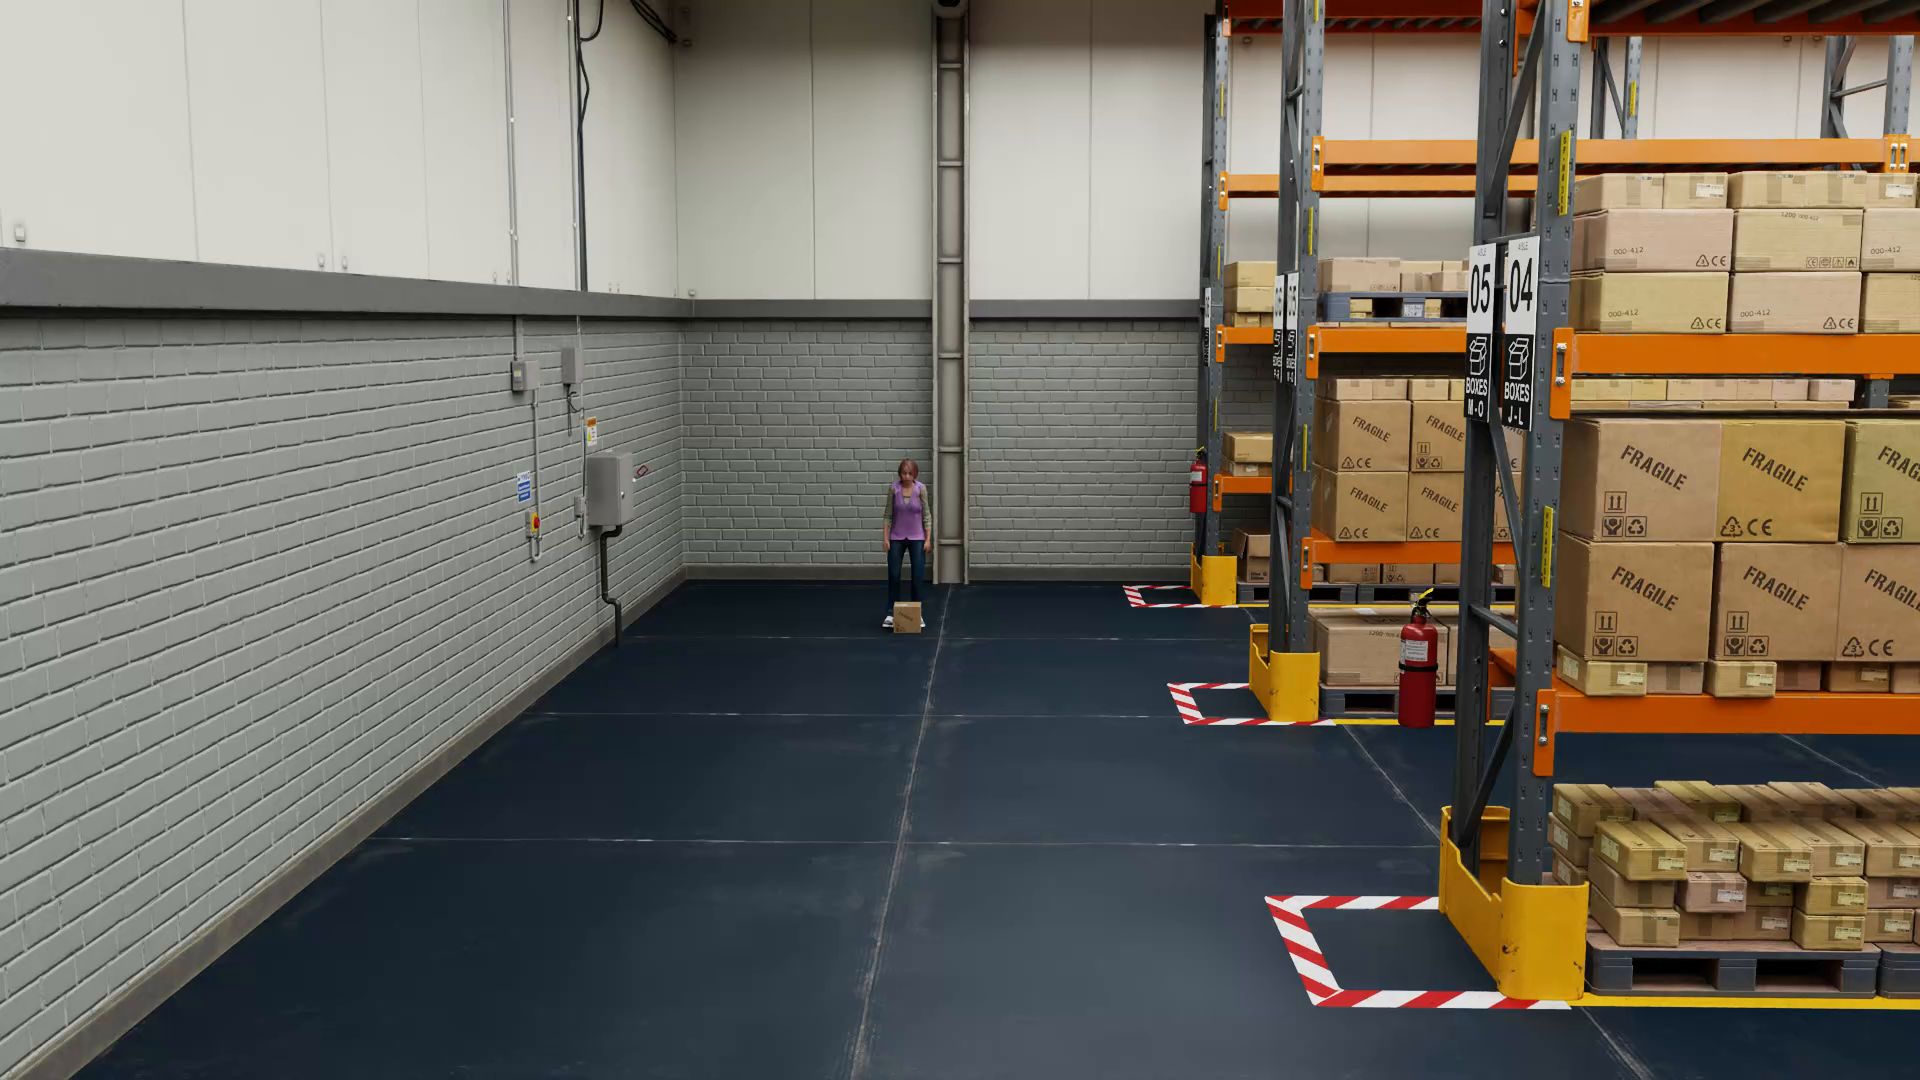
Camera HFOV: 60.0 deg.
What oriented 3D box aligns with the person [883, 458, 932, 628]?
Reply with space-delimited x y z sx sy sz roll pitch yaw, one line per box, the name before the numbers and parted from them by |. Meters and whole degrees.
person | -0.497 0.080 15.653 0.460 1.478 0.344 0 7 2
